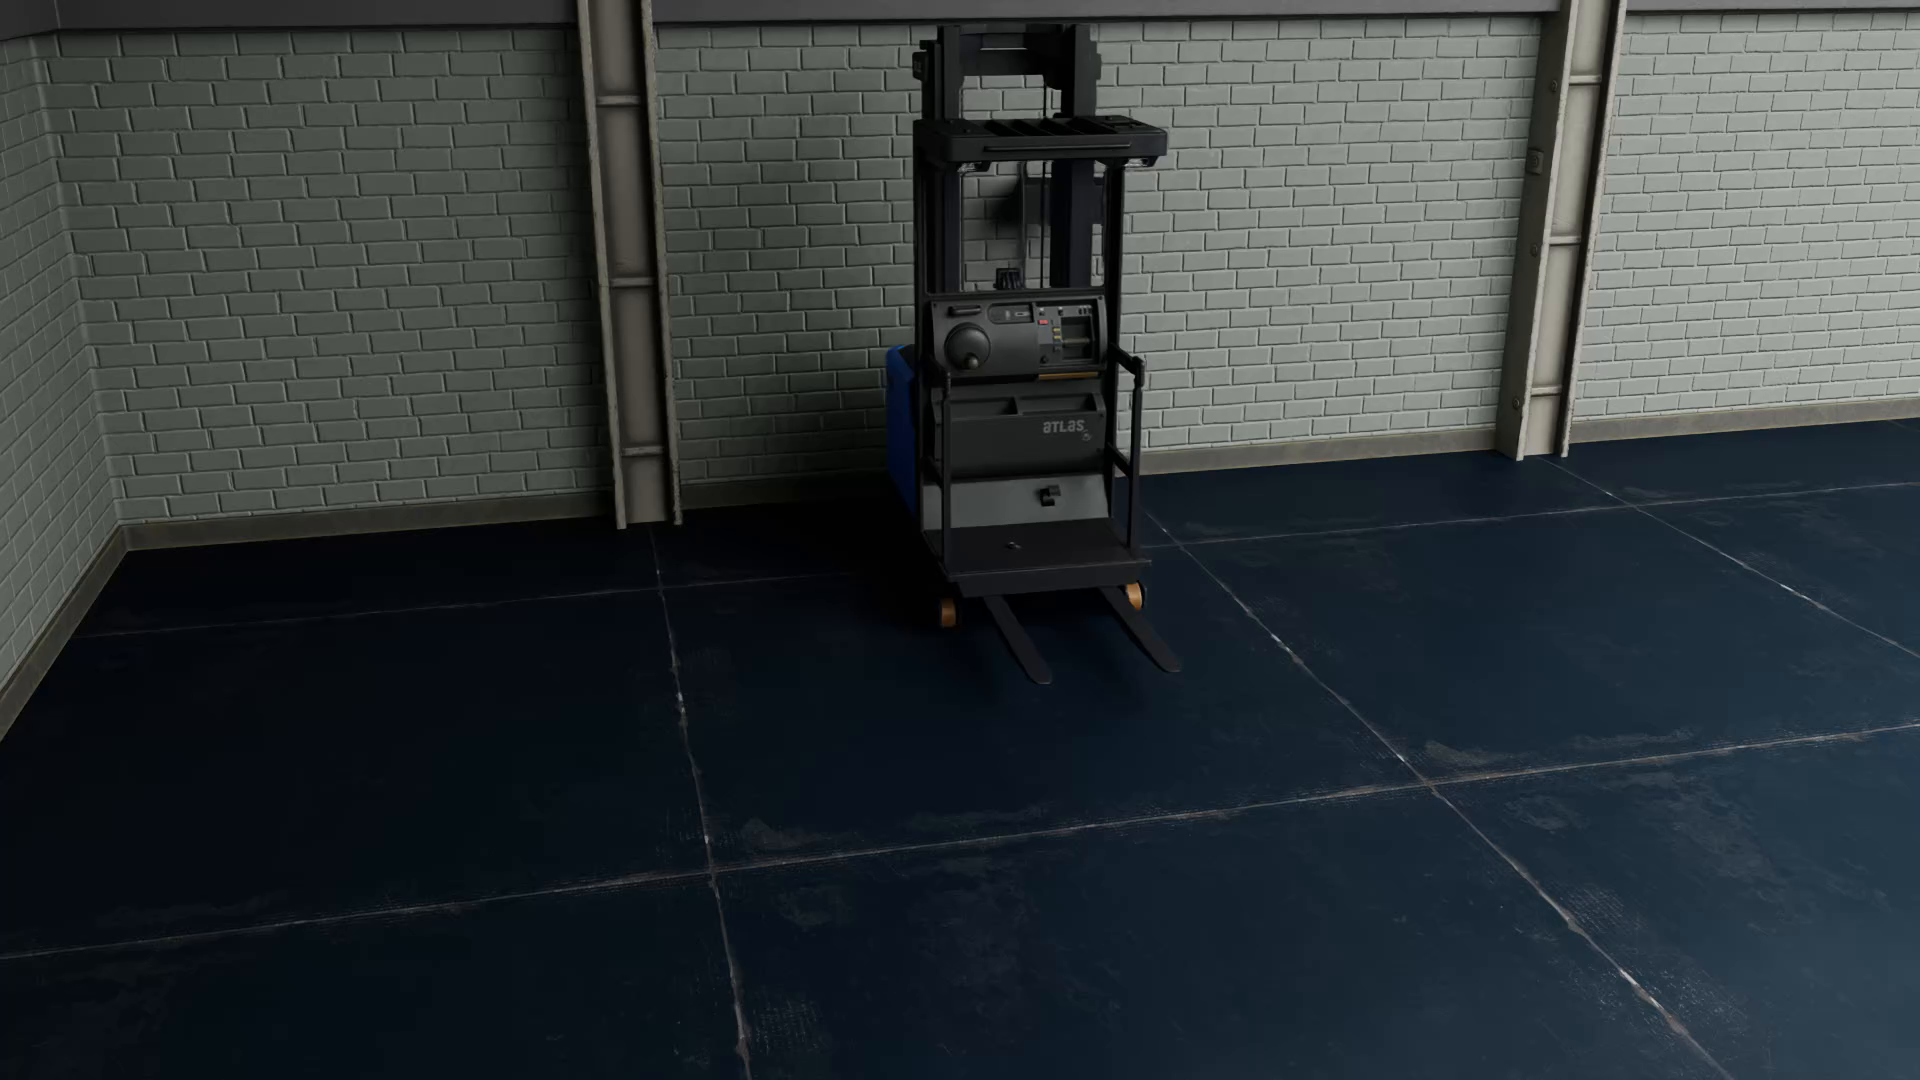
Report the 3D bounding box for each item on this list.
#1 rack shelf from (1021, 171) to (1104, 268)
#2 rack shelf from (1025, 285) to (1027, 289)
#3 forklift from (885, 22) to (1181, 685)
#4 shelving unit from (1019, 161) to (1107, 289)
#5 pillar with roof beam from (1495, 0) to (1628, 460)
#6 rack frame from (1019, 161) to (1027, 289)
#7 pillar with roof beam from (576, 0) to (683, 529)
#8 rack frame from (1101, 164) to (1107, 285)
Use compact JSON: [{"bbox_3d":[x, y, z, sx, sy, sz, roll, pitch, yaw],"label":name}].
[{"bbox_3d":[0.623,-1.932,10.001,0.480,0.518,0.431,2,19,5],"label":"rack shelf"},{"bbox_3d":[0.625,-1.271,10.229,0.480,0.518,0.431,2,19,5],"label":"rack shelf"},{"bbox_3d":[0.356,-1.058,8.442,1.130,2.935,3.031,-4,21,-11],"label":"forklift"},{"bbox_3d":[0.625,-1.283,10.225,0.503,2.100,0.431,2,19,5],"label":"shelving unit"},{"bbox_3d":[4.923,-3.392,5.991,0.400,9.000,9.100,-5,21,-12],"label":"pillar with roof beam"},{"bbox_3d":[0.382,-1.290,10.247,0.015,2.100,0.400,2,19,5],"label":"rack frame"},{"bbox_3d":[-0.916,-2.917,4.695,0.400,9.000,9.100,-5,21,-12],"label":"pillar with roof beam"},{"bbox_3d":[0.868,-1.277,10.203,0.015,2.100,0.400,2,19,5],"label":"rack frame"}]
